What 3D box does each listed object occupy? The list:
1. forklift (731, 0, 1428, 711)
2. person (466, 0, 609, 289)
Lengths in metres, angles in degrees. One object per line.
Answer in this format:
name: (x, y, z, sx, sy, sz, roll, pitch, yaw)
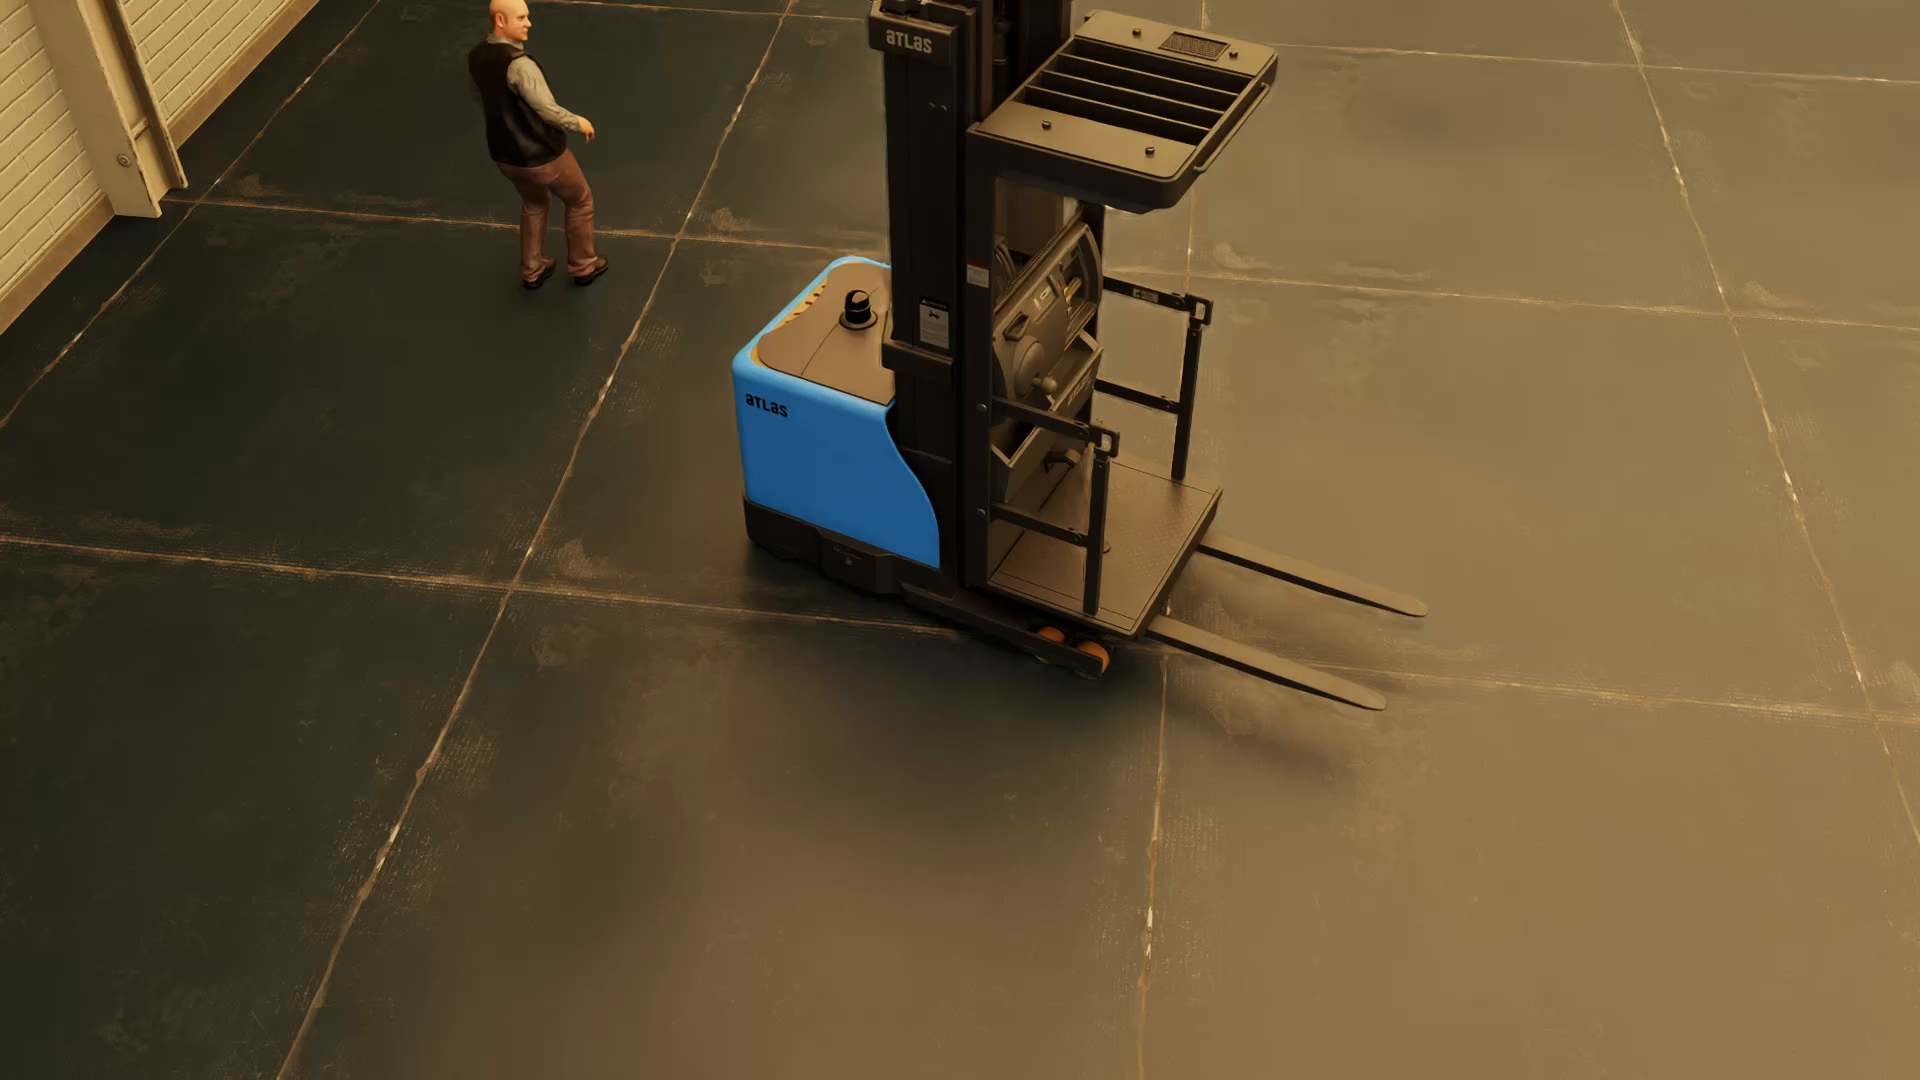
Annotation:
forklift: (0.542, -0.890, 6.693, 3.031, 2.935, 1.130, 19, 46, 20)
person: (-2.306, -2.139, 8.991, 0.737, 1.683, 0.519, 22, 47, 22)
